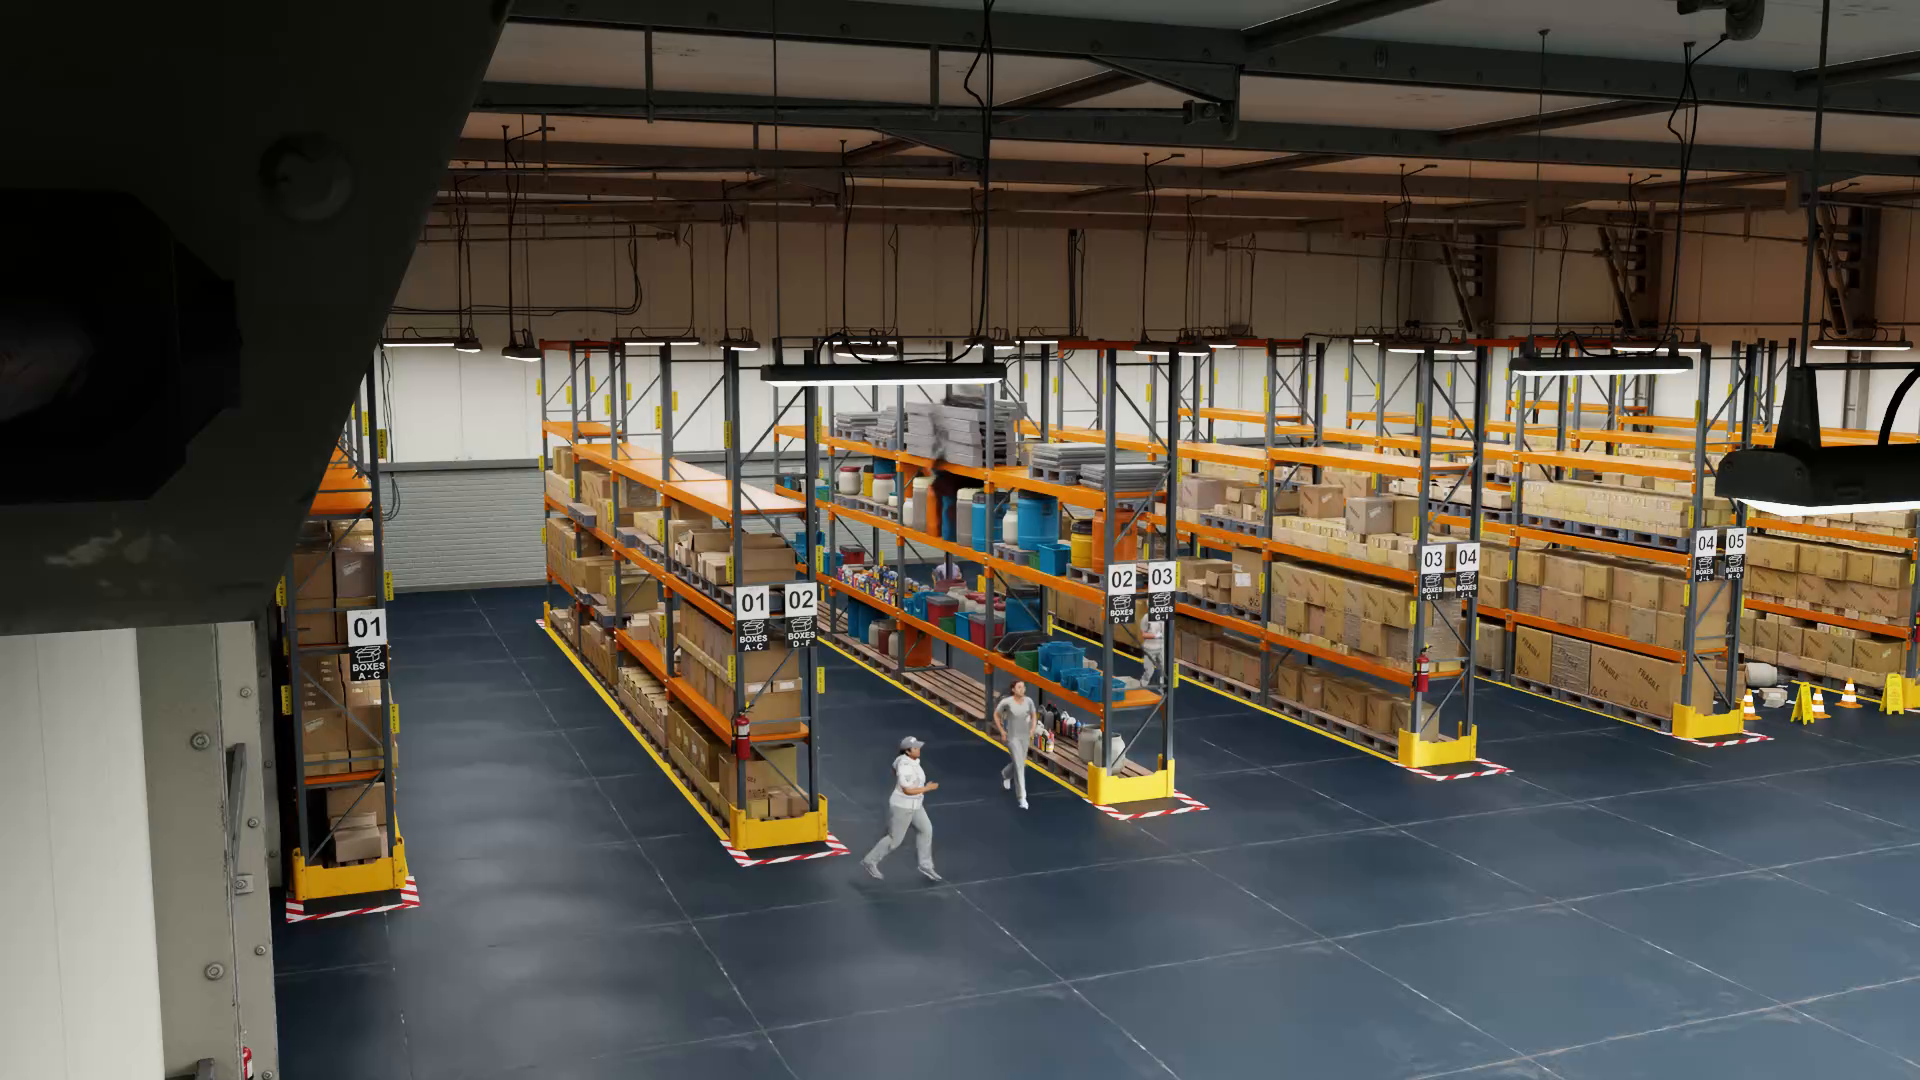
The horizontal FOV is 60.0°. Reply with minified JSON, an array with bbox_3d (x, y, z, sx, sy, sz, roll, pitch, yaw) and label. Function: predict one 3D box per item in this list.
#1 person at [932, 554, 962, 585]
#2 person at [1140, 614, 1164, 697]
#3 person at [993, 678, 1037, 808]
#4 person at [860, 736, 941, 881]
[{"bbox_3d":[-0.253,1.060,34.290,0.610,1.625,0.847,-4,8,-28],"label":"person"},{"bbox_3d":[3.277,1.850,27.709,0.640,1.824,0.743,-3,8,-24],"label":"person"},{"bbox_3d":[0.743,2.653,22.142,0.586,1.683,0.880,-3,8,-25],"label":"person"},{"bbox_3d":[-0.640,3.063,18.923,0.843,1.710,0.614,1,8,9],"label":"person"}]
